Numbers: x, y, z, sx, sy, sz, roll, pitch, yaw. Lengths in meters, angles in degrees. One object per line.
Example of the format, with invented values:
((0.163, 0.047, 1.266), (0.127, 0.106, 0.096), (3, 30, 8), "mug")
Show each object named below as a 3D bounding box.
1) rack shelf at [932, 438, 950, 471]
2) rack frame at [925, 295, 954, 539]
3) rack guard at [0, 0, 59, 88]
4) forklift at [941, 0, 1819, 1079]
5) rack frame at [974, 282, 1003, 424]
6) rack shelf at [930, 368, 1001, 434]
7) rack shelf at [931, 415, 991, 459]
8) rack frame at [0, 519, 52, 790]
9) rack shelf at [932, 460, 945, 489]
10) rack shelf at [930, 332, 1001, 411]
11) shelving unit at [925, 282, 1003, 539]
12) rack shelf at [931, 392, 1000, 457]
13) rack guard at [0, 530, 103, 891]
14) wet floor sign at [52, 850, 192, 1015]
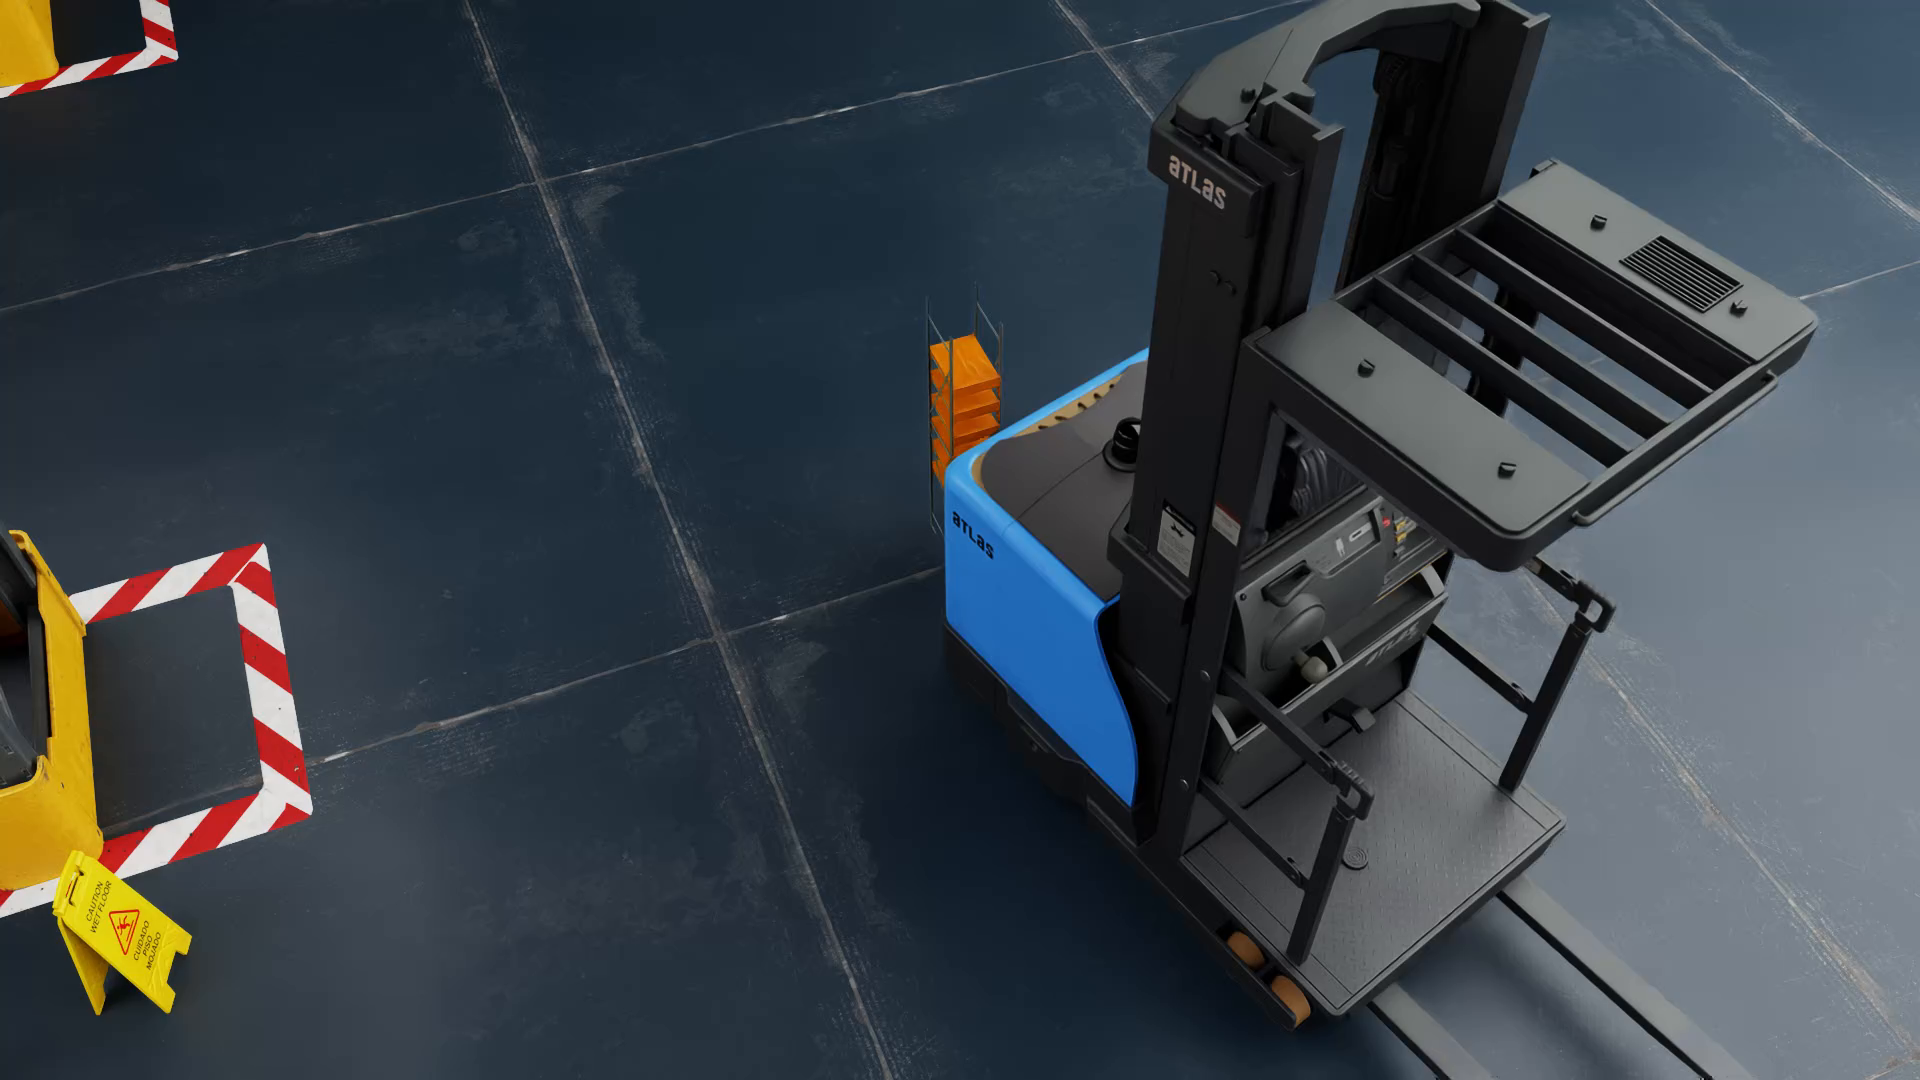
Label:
((0.013, -0.288, 6.264), (0.180, 0.103, 0.258), (-17, 52, -14), "rack shelf")
((-0.071, -0.369, 6.117), (0.006, 1.200, 0.240), (-17, 52, -14), "rack frame")
((-5.075, -2.942, 8.788), (0.348, 0.500, 1.175), (-17, 52, -14), "rack guard")
((1.240, 0.151, 4.529), (1.130, 2.935, 3.031), (-31, 56, -24), "forklift")
((0.098, -0.421, 6.162), (0.006, 1.200, 0.240), (-17, 52, -14), "rack frame")
((0.013, -0.522, 5.991), (0.180, 0.103, 0.258), (-17, 52, -14), "rack shelf")
((0.013, -0.366, 6.173), (0.180, 0.103, 0.258), (-17, 52, -14), "rack shelf")
((-3.217, -0.265, 4.841), (0.127, 3.000, 1.000), (-17, 52, -14), "rack frame")
((0.013, -0.210, 6.355), (0.180, 0.103, 0.258), (-17, 52, -14), "rack shelf")
((0.013, -0.601, 5.900), (0.180, 0.103, 0.258), (-17, 52, -14), "rack shelf")
((0.013, -0.395, 6.139), (0.189, 1.200, 0.258), (-17, 52, -14), "shelving unit")
((0.013, -0.444, 6.082), (0.180, 0.103, 0.258), (-17, 52, -14), "rack shelf")
((-3.287, 0.572, 5.770), (0.348, 0.500, 1.175), (-17, 52, -14), "rack guard")
((-2.637, 1.199, 5.135), (0.232, 0.644, 0.267), (-2, 49, -1), "wet floor sign")
